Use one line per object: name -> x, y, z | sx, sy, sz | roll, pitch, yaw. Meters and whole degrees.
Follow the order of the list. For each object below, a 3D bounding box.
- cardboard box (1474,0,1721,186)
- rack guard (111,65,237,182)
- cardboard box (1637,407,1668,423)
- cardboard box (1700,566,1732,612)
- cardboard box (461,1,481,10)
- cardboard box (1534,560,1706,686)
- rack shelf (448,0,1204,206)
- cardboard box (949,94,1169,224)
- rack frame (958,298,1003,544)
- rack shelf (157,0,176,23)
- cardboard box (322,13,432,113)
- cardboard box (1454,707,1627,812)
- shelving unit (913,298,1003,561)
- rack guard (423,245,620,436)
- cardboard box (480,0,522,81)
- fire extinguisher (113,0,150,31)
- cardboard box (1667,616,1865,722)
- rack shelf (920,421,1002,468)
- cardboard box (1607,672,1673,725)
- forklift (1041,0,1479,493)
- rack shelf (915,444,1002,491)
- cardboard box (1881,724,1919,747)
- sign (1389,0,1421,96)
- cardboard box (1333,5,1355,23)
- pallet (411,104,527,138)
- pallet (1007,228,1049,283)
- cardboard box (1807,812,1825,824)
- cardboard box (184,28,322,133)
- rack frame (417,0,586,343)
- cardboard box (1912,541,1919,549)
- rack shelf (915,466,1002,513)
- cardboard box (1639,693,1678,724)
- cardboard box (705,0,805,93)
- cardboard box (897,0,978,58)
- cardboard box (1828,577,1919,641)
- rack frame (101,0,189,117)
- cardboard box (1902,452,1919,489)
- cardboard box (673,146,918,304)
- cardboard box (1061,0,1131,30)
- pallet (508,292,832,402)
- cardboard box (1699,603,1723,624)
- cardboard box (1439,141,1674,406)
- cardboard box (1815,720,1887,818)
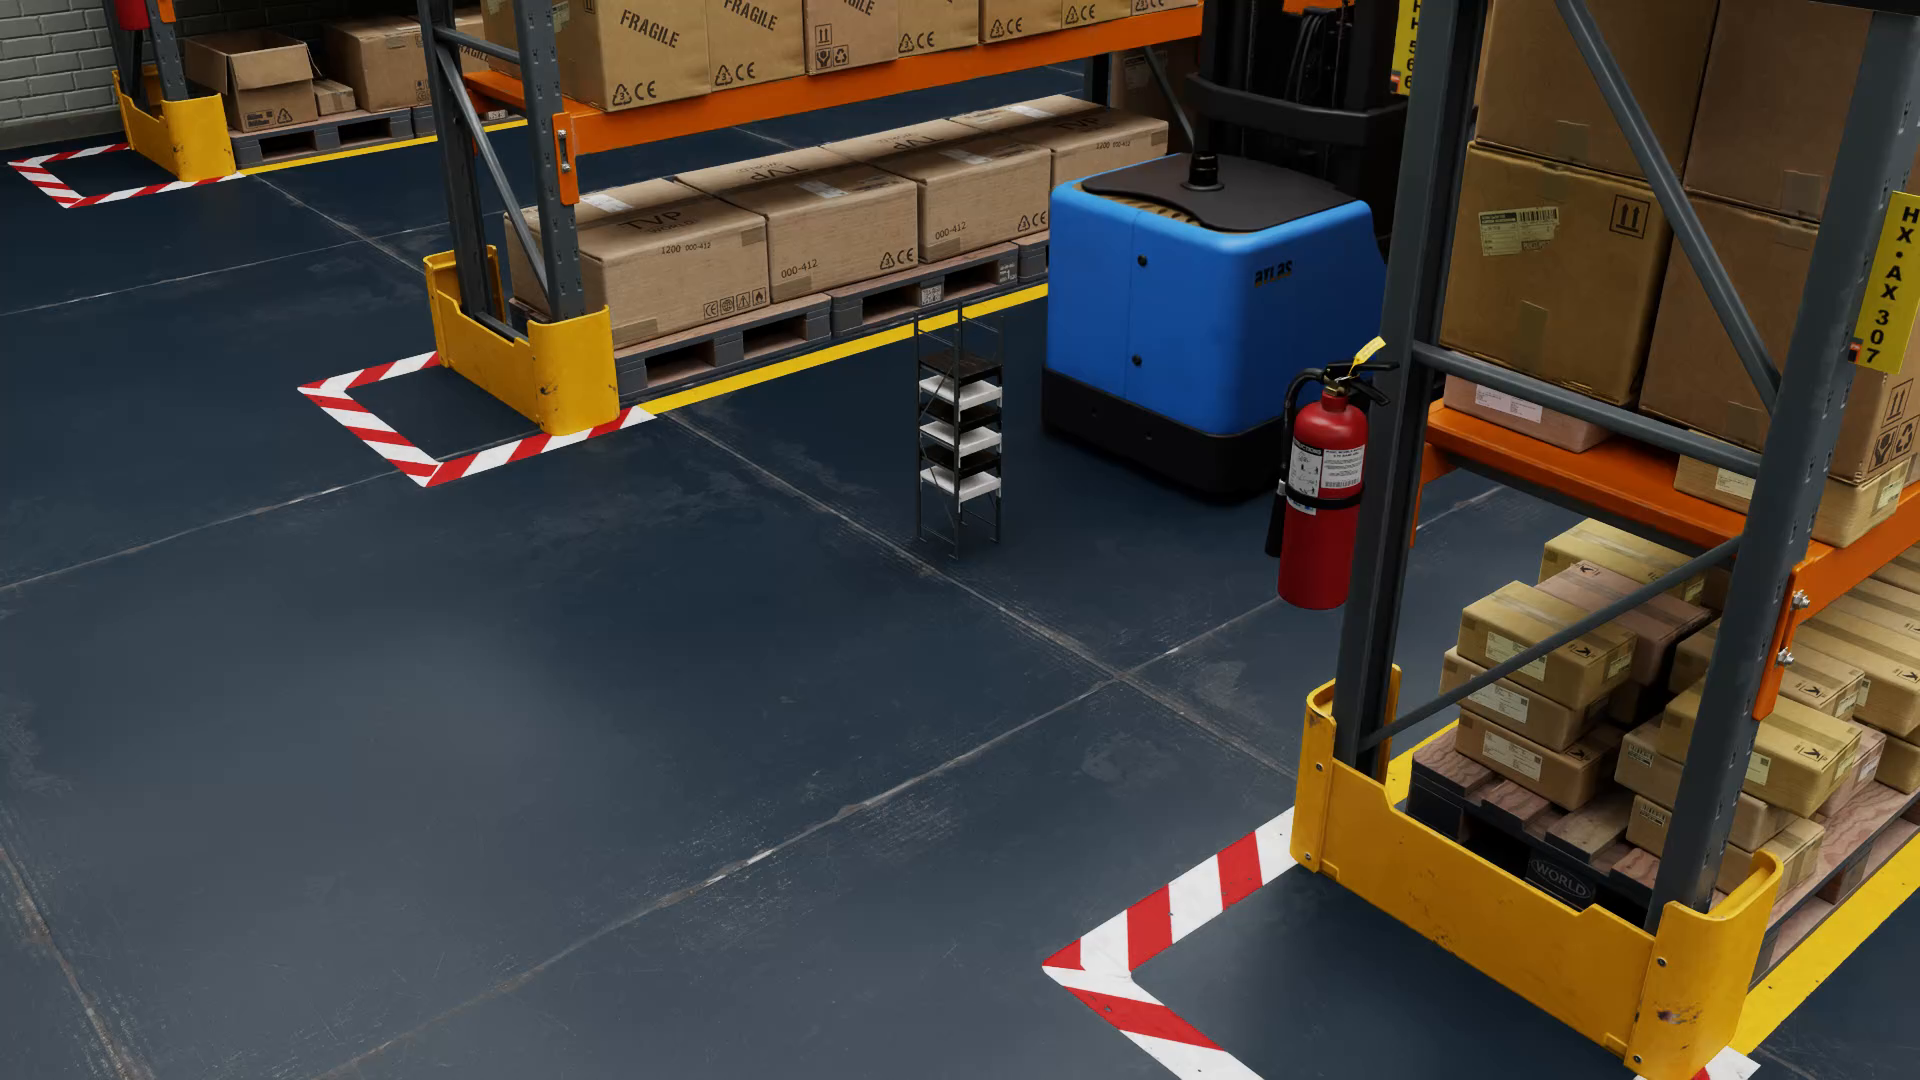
cardboard box -> 1.529, -1.123, 3.685 | 0.500, 0.500, 0.500 | -23, 36, -36
rack guard -> -5.114, -2.721, 10.810 | 0.348, 0.500, 1.175 | -22, 35, -35
cardboard box -> 1.620, -0.430, 4.139 | 0.250, 0.149, 0.380 | -22, 35, -35
cardboard box -> 2.161, 0.042, 4.936 | 0.250, 0.149, 0.380 | -24, 36, -37
cardboard box -> -3.180, -3.601, 12.012 | 0.500, 0.500, 0.700 | -23, 36, -37
cardboard box -> 1.809, 0.224, 4.597 | 0.250, 0.149, 0.380 | -21, 35, -34
rack shelf -> -0.426, -2.316, 8.164 | 4.000, 0.370, 1.077 | -22, 35, -35
cardboard box -> 0.548, -2.146, 9.357 | 0.875, 0.438, 0.875 | -22, 35, -36
rack frame -> 0.071, -0.426, 6.091 | 0.006, 0.900, 0.240 | -22, 35, -35
rack shelf -> -3.651, -4.094, 11.492 | 4.000, 0.370, 1.077 | -22, 35, -35
cardboard box -> -3.970, -3.283, 11.418 | 0.500, 0.500, 0.700 | -20, 34, -33
cardboard box -> 1.607, 0.559, 4.600 | 0.250, 0.149, 0.380 | -21, 35, -34
shelving unit -> -0.006, -0.394, 6.033 | 0.210, 0.900, 0.258 | -22, 35, -35
rack guard -> -1.966, -0.911, 7.425 | 0.348, 0.500, 1.175 | -22, 35, -35
cardboard box -> -1.752, -2.308, 7.279 | 0.500, 0.500, 0.500 | -22, 35, -35
fire extinguisher -> -4.984, -3.390, 9.889 | 0.183, 0.674, 0.296 | -22, 35, -35
cardboard box -> 2.093, 0.367, 4.329 | 0.250, 0.149, 0.380 | -21, 35, -34
rack shelf -> -0.006, -0.365, 6.049 | 0.200, 0.077, 0.258 | -22, 35, -35
cardboard box -> 1.792, 0.339, 4.696 | 0.250, 0.149, 0.380 | -23, 36, -36
forklift -> 1.783, -2.048, 6.972 | 3.031, 2.935, 1.130 | -23, 35, -36
rack shelf -> -0.006, -0.286, 6.091 | 0.200, 0.077, 0.258 | -22, 35, -35
cardboard box -> 2.547, 0.386, 4.609 | 0.250, 0.149, 0.380 | -21, 34, -33
sign -> 0.997, -1.132, 3.622 | 0.005, 0.325, 0.100 | -22, 35, -35
cardboard box -> 2.197, -2.990, 10.472 | 0.875, 0.875, 0.875 | -21, 34, -34
pallet -> -3.581, -3.208, 12.030 | 1.213, 0.211, 1.003 | -22, 35, -35
pallet -> 0.466, -1.810, 9.414 | 1.213, 0.211, 1.003 | -22, 35, -35
cardboard box -> 2.094, 0.640, 4.449 | 0.250, 0.149, 0.380 | -22, 35, -35
cardboard box -> -4.645, -3.037, 10.954 | 0.637, 0.503, 0.797 | -24, 36, -37
rack frame -> -1.948, -2.021, 6.849 | 0.127, 3.000, 1.000 | -22, 35, -35
cardboard box -> 2.950, 0.085, 4.857 | 0.250, 0.149, 0.380 | -21, 35, -34
rack shelf -> -0.006, -0.206, 6.134 | 0.200, 0.077, 0.258 | -22, 35, -35
cardboard box -> 1.994, 0.394, 4.909 | 0.250, 0.149, 0.380 | -22, 35, -35
cardboard box -> -1.029, -2.274, 7.216 | 0.500, 0.500, 0.500 | -22, 35, -36
cardboard box -> -0.261, -2.582, 7.793 | 0.500, 0.500, 0.500 | -21, 34, -33
cardboard box -> 2.503, 0.230, 4.585 | 0.250, 0.149, 0.380 | -24, 36, -37
rack frame -> -5.172, -3.800, 10.178 | 0.127, 3.000, 1.000 | -22, 35, -35
cardboard box -> 1.968, -0.241, 3.784 | 0.250, 0.149, 0.380 | -20, 34, -33
cardboard box -> -0.820, -1.597, 8.329 | 0.875, 0.438, 0.875 | -21, 34, -34
cardboard box -> 0.521, -2.896, 8.380 | 0.500, 0.500, 0.500 | -23, 36, -36
pallet -> -1.390, -1.064, 8.017 | 1.213, 0.211, 1.003 | -22, 35, -35
cardboard box -> 2.224, 0.195, 4.966 | 0.250, 0.149, 0.380 | -22, 35, -35
cardboard box -> 1.517, -0.682, 3.922 | 0.500, 0.500, 0.500 | -21, 35, -34
cardboard box -> 2.152, 0.532, 4.335 | 0.250, 0.149, 0.380 | -22, 35, -35
